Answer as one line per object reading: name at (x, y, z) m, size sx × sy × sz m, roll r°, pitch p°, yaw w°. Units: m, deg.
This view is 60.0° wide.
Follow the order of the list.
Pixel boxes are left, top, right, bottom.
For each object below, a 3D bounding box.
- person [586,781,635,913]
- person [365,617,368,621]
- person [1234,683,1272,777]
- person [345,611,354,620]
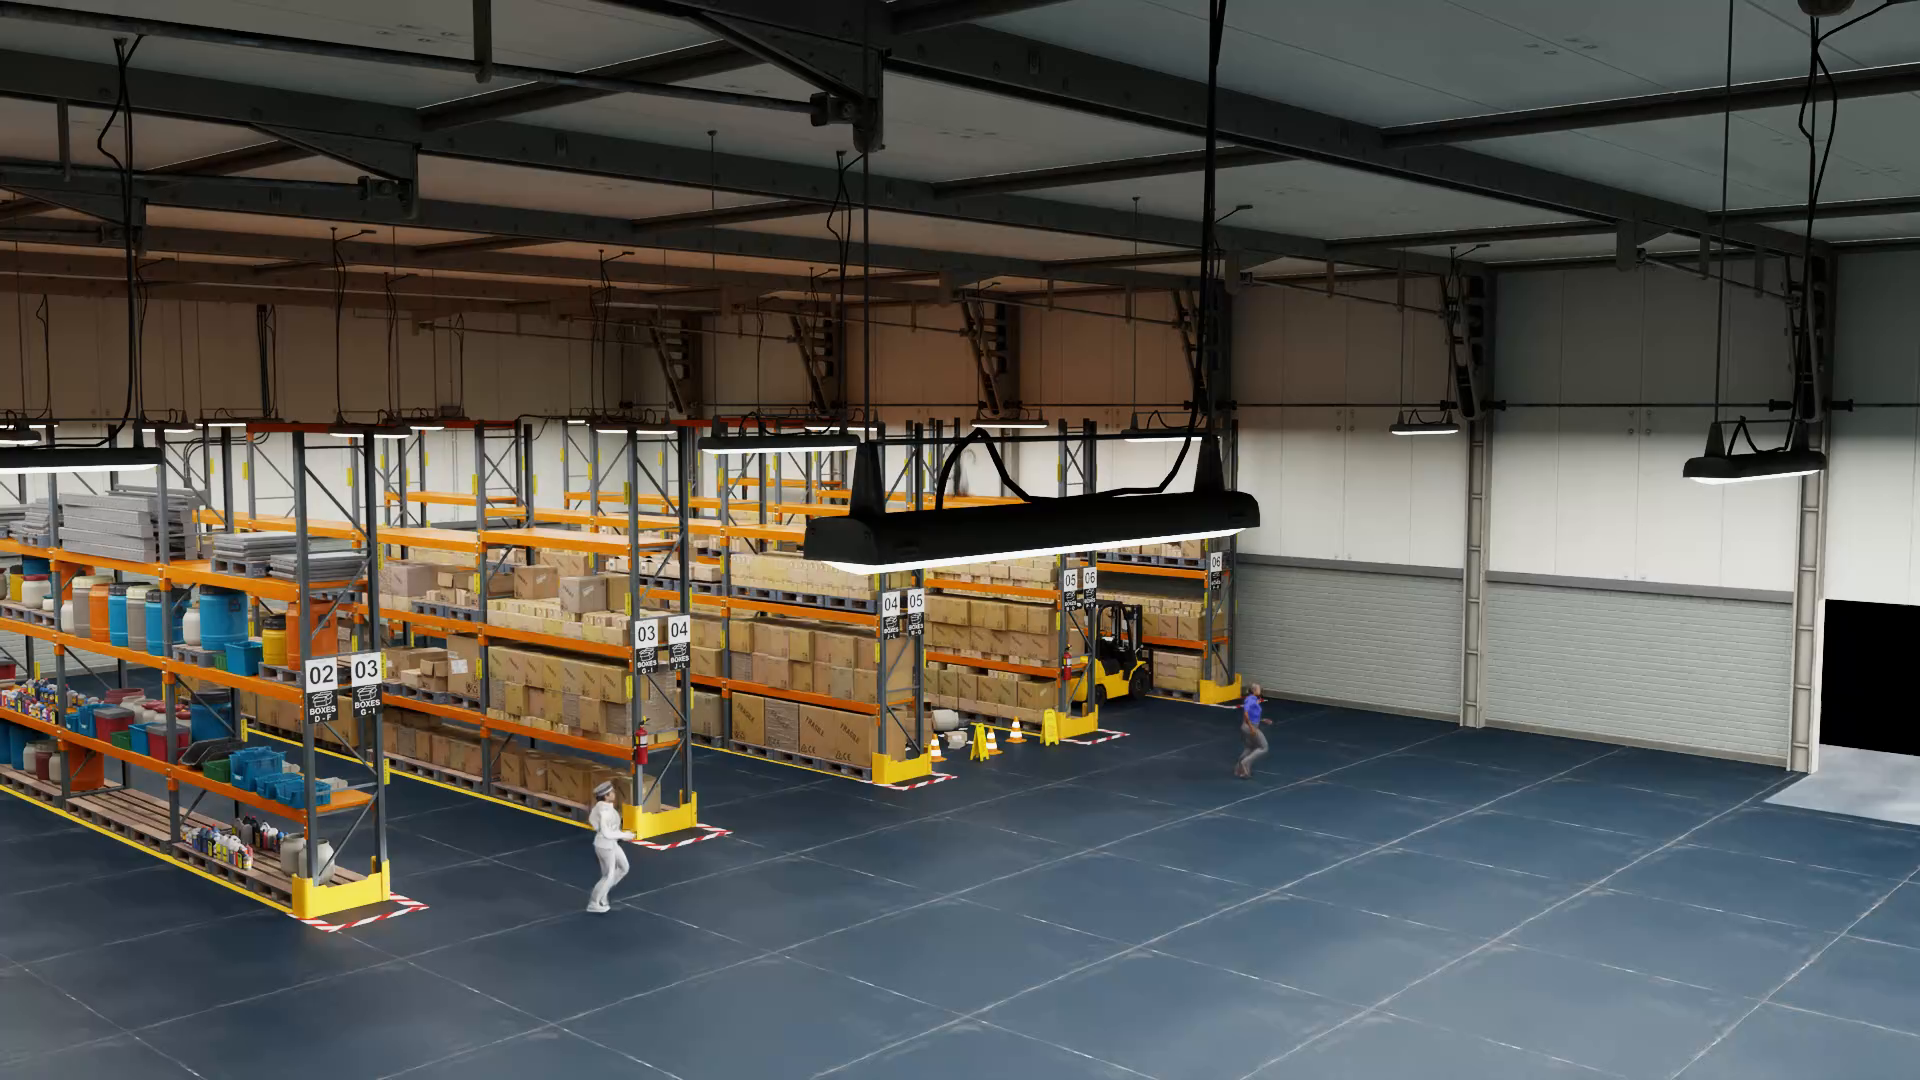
person at (-4.347, 3.800, 20.666) m, size 0.608 × 1.657 × 0.587 m, roll -1°, pitch 5°, yaw -14°
person at (-13.165, 2.515, 36.794) m, size 0.595 × 1.639 × 0.541 m, roll -4°, pitch 6°, yaw -37°
person at (4.986, 3.219, 28.164) m, size 0.652 × 1.609 × 0.555 m, roll 0°, pitch 5°, yaw -5°
person at (-14.094, 2.447, 38.446) m, size 0.604 × 1.520 × 0.593 m, roll 1°, pitch 5°, yaw 9°
